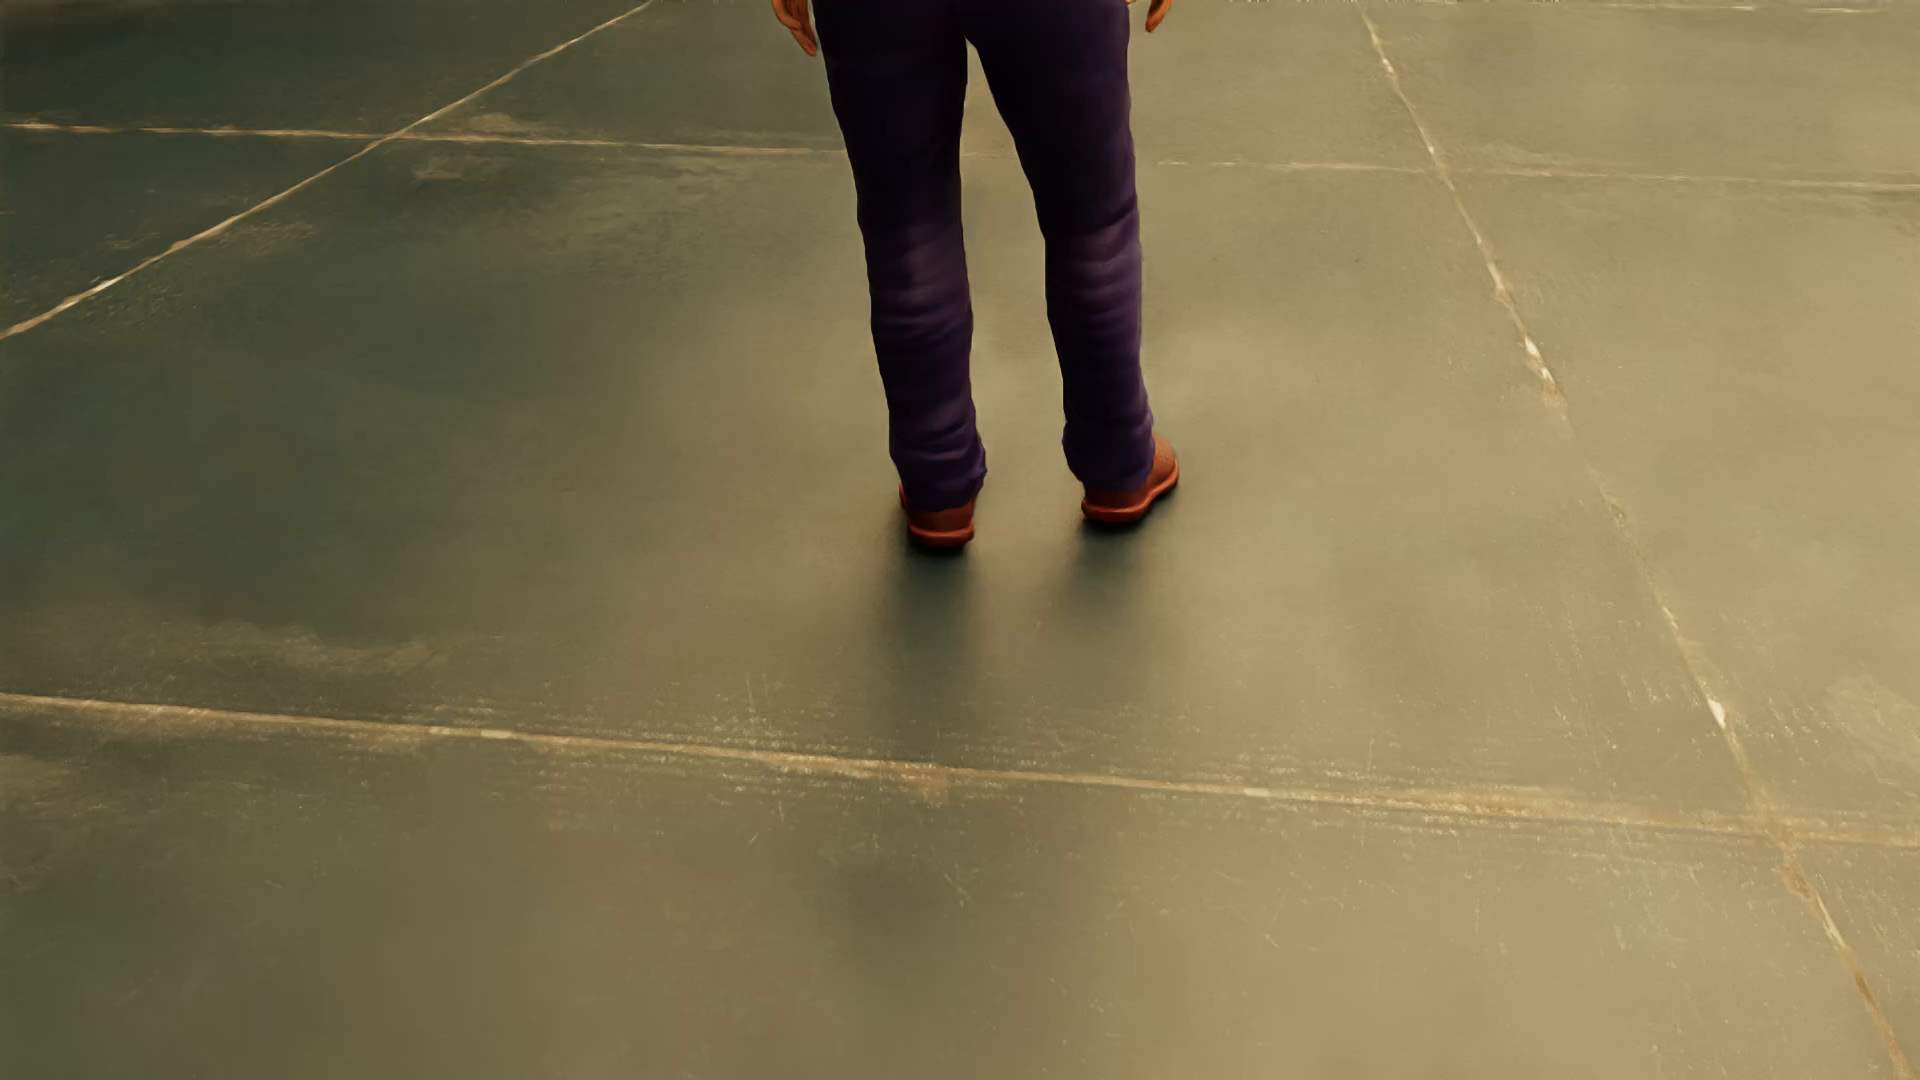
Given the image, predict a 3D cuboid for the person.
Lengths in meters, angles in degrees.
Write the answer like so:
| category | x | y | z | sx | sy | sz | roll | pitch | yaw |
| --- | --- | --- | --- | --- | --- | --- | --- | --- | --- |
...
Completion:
| category | x | y | z | sx | sy | sz | roll | pitch | yaw |
| --- | --- | --- | --- | --- | --- | --- | --- | --- | --- |
| person | 0.034 | -0.778 | 2.208 | 0.599 | 1.640 | 0.502 | 3 | 27 | 7 |
